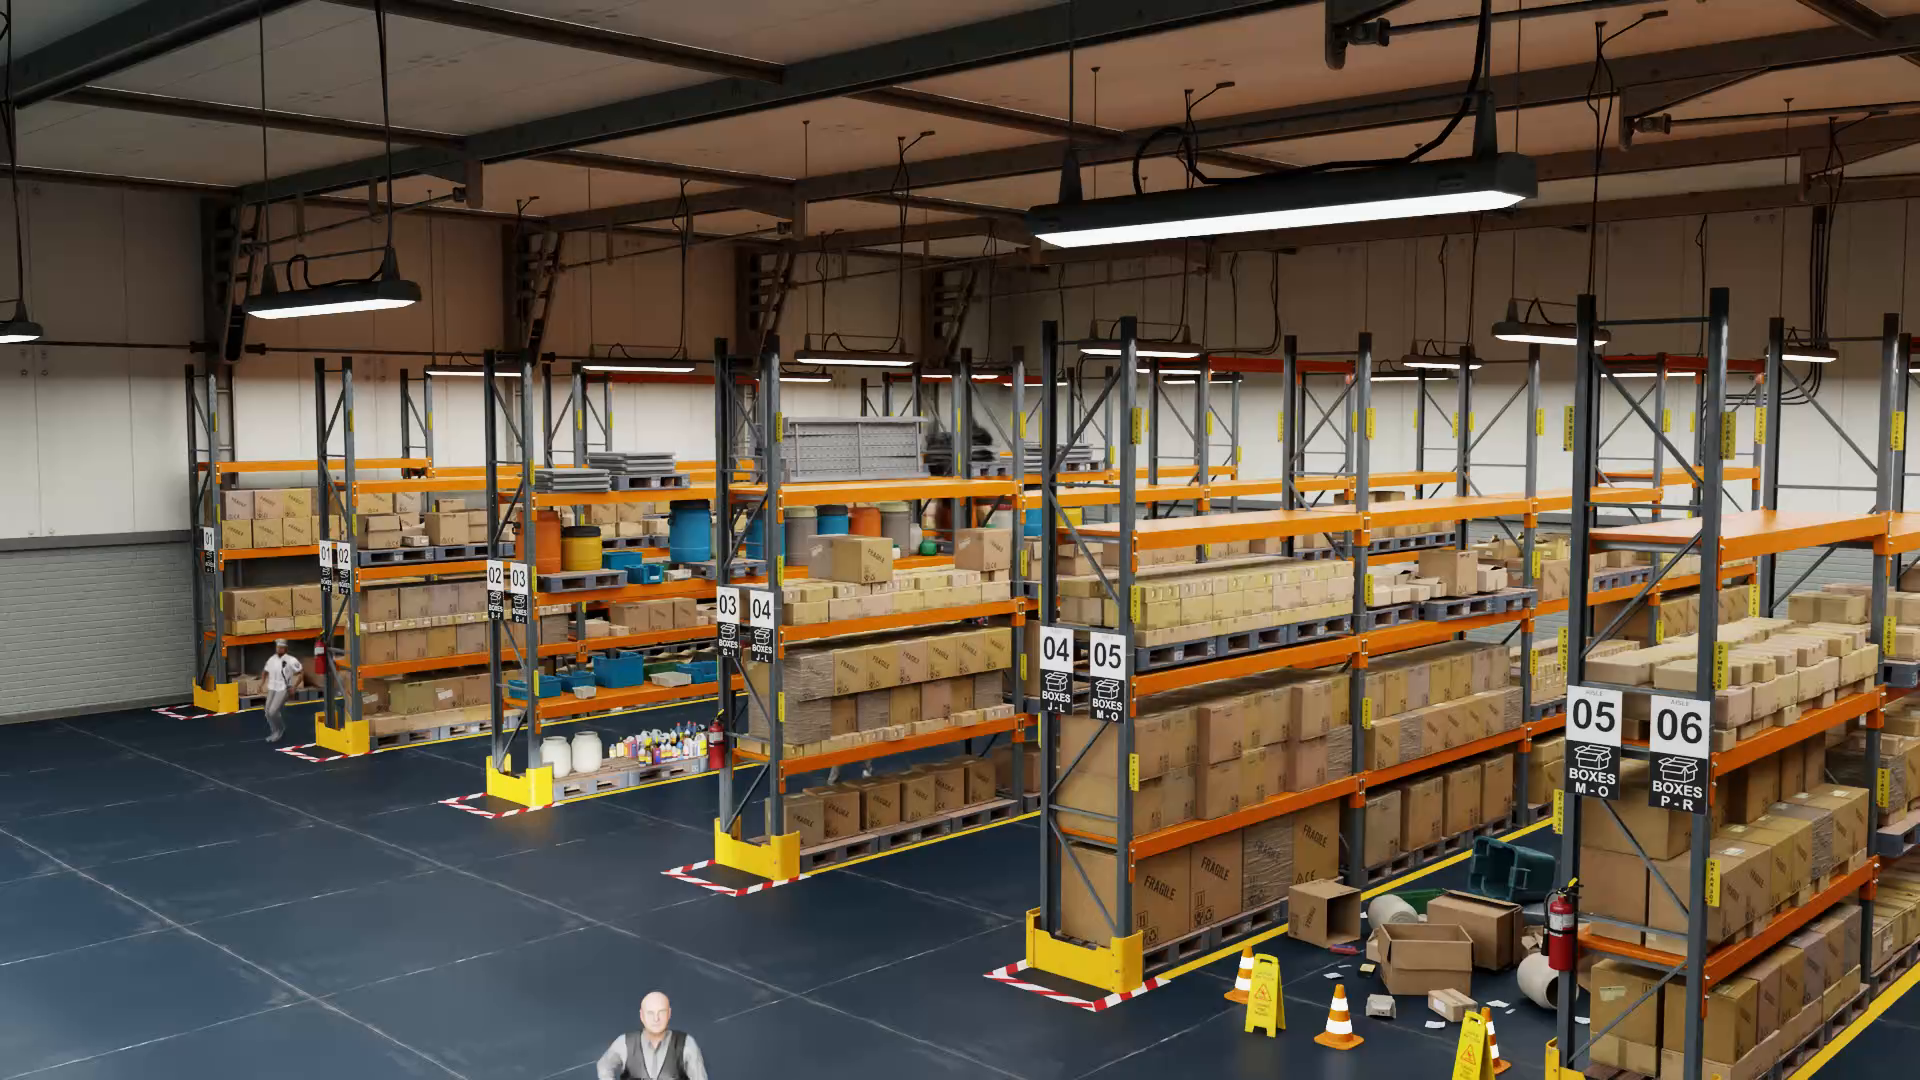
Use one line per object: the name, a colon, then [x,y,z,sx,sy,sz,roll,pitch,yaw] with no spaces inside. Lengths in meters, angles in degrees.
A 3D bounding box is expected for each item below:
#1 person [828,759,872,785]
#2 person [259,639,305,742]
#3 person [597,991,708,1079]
person: [-1.552,2.609,22.726,0.539,1.580,0.893,3,5,36]
person: [-10.647,2.351,26.014,0.642,1.642,0.578,1,5,14]
person: [-1.804,3.555,9.833,0.625,1.780,0.767,-1,5,-17]
